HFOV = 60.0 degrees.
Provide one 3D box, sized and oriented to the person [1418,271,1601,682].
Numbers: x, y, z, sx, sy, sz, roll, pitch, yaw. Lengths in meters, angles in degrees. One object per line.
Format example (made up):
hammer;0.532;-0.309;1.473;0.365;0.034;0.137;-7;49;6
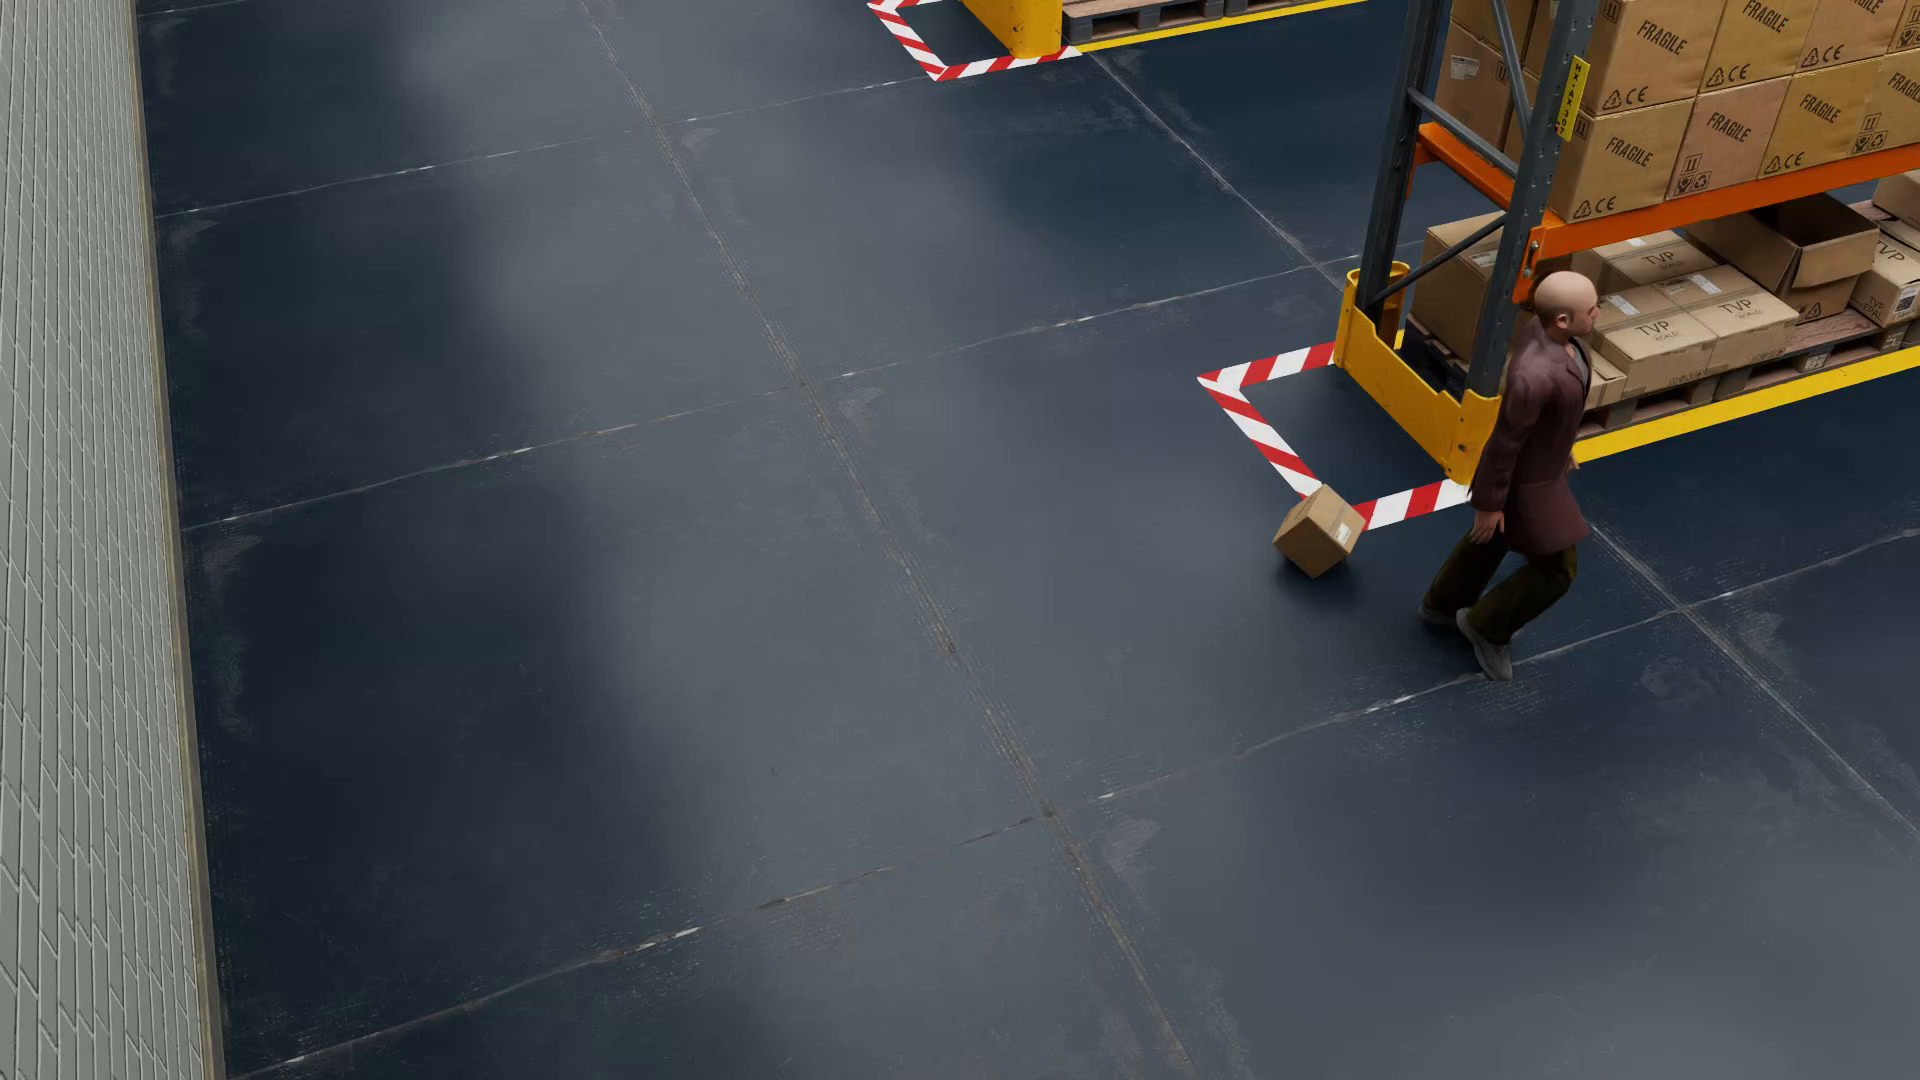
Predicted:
person;2.186;-0.228;6.429;0.541;1.833;0.620;13;43;15
